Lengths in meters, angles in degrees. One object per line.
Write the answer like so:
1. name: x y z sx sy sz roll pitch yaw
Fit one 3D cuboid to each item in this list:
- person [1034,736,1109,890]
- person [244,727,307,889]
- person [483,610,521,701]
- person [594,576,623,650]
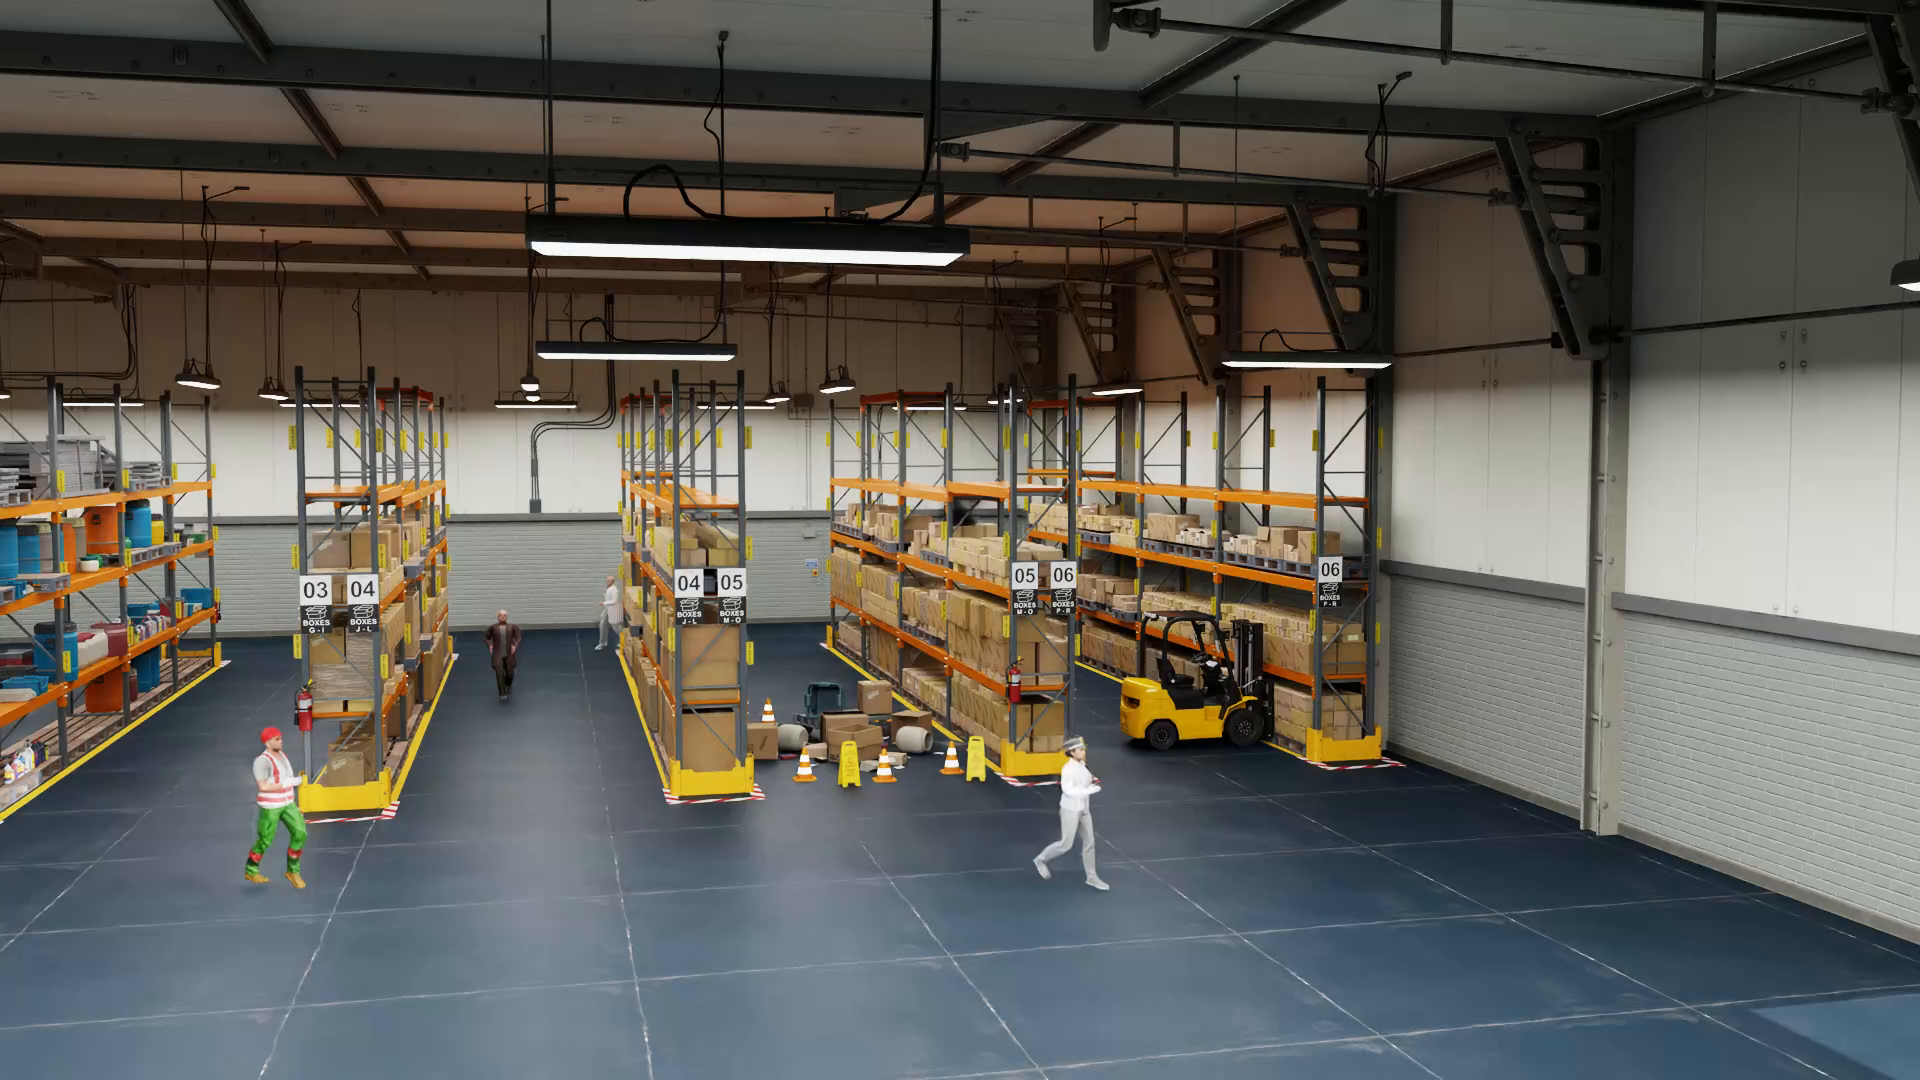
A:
1. person: 1.256 3.023 18.596 0.899 1.687 0.631 2 4 30
2. person: -7.634 2.999 18.562 0.774 1.845 0.628 1 4 18
3. person: -8.836 2.219 32.129 0.708 1.725 0.669 -1 4 -17
4. person: -8.292 1.756 39.780 0.845 1.823 0.714 -2 4 -31
